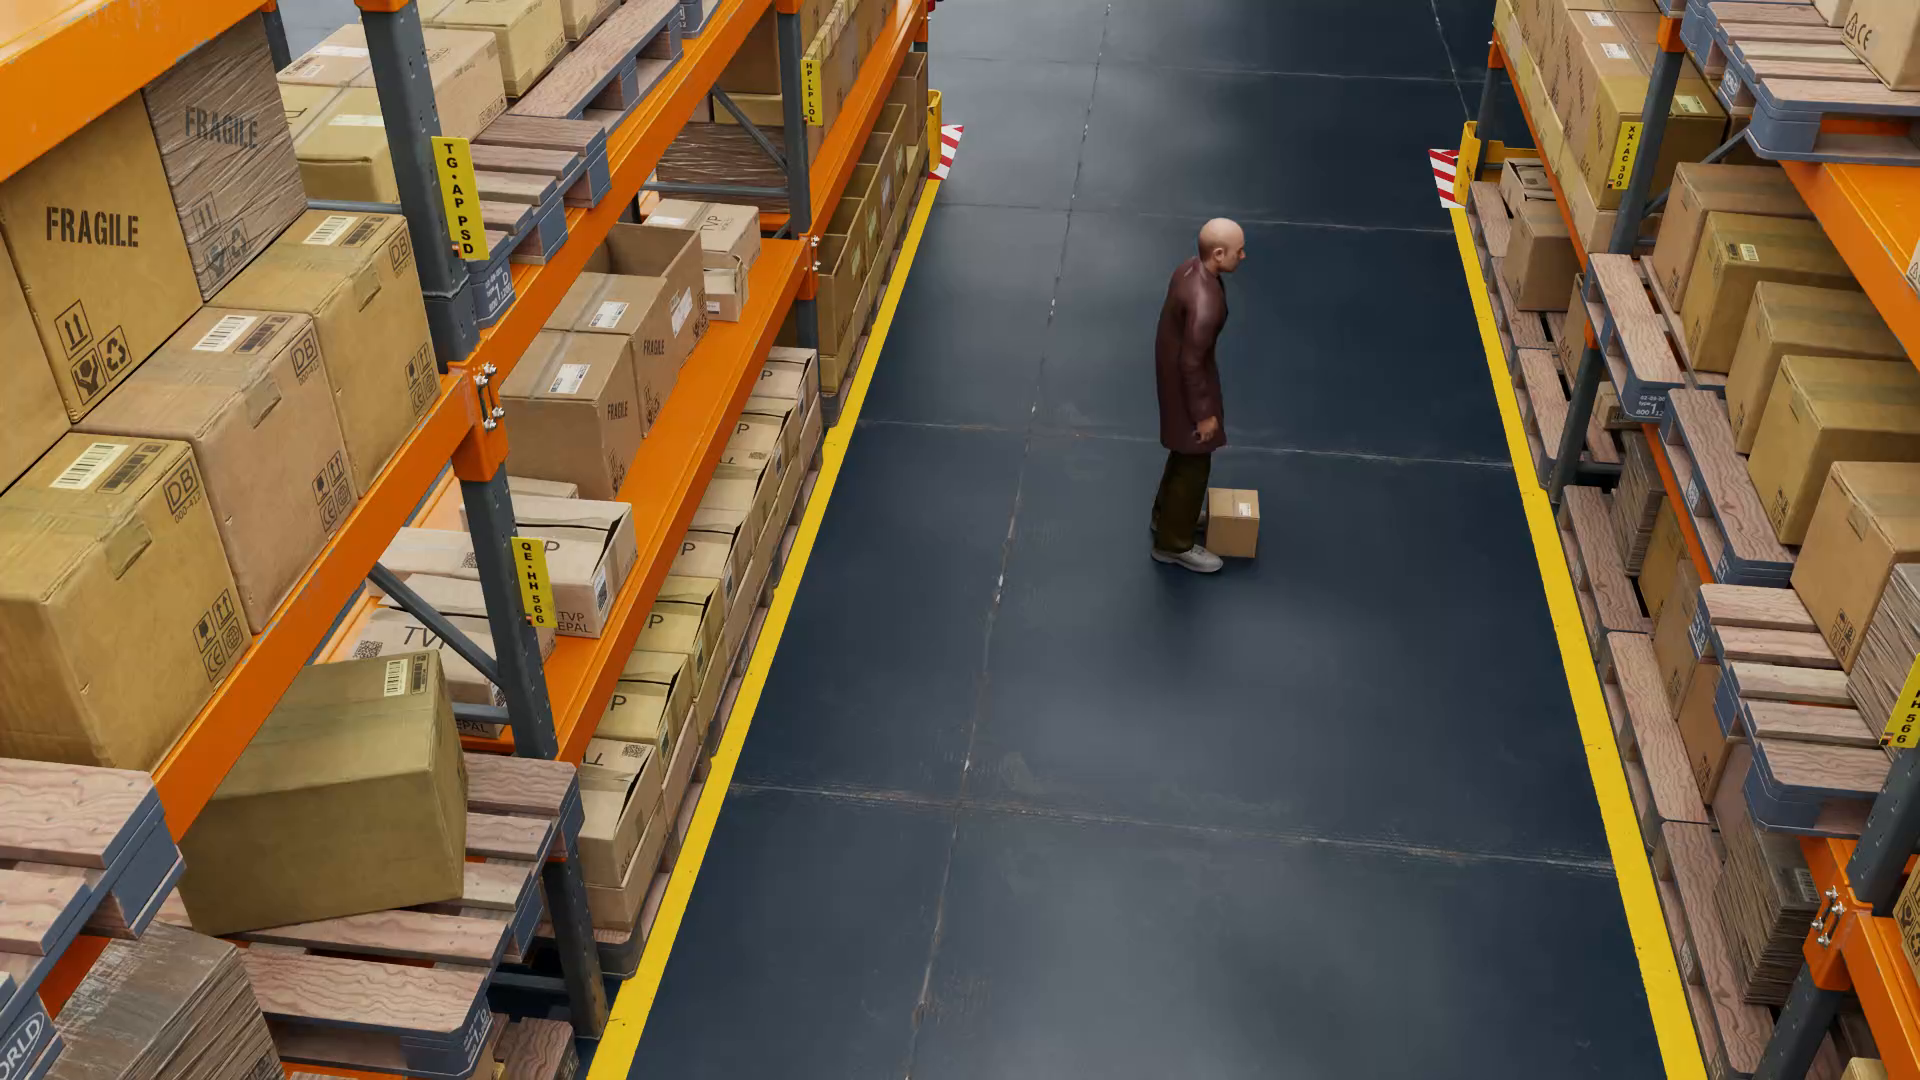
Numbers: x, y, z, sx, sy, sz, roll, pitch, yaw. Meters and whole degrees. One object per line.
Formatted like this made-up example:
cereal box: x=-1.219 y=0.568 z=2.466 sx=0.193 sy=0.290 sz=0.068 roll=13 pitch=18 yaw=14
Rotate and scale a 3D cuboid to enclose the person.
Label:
person: x=1.141 y=-0.651 z=8.119 sx=0.415 sy=1.591 sz=0.655 roll=3 pitch=36 yaw=5
